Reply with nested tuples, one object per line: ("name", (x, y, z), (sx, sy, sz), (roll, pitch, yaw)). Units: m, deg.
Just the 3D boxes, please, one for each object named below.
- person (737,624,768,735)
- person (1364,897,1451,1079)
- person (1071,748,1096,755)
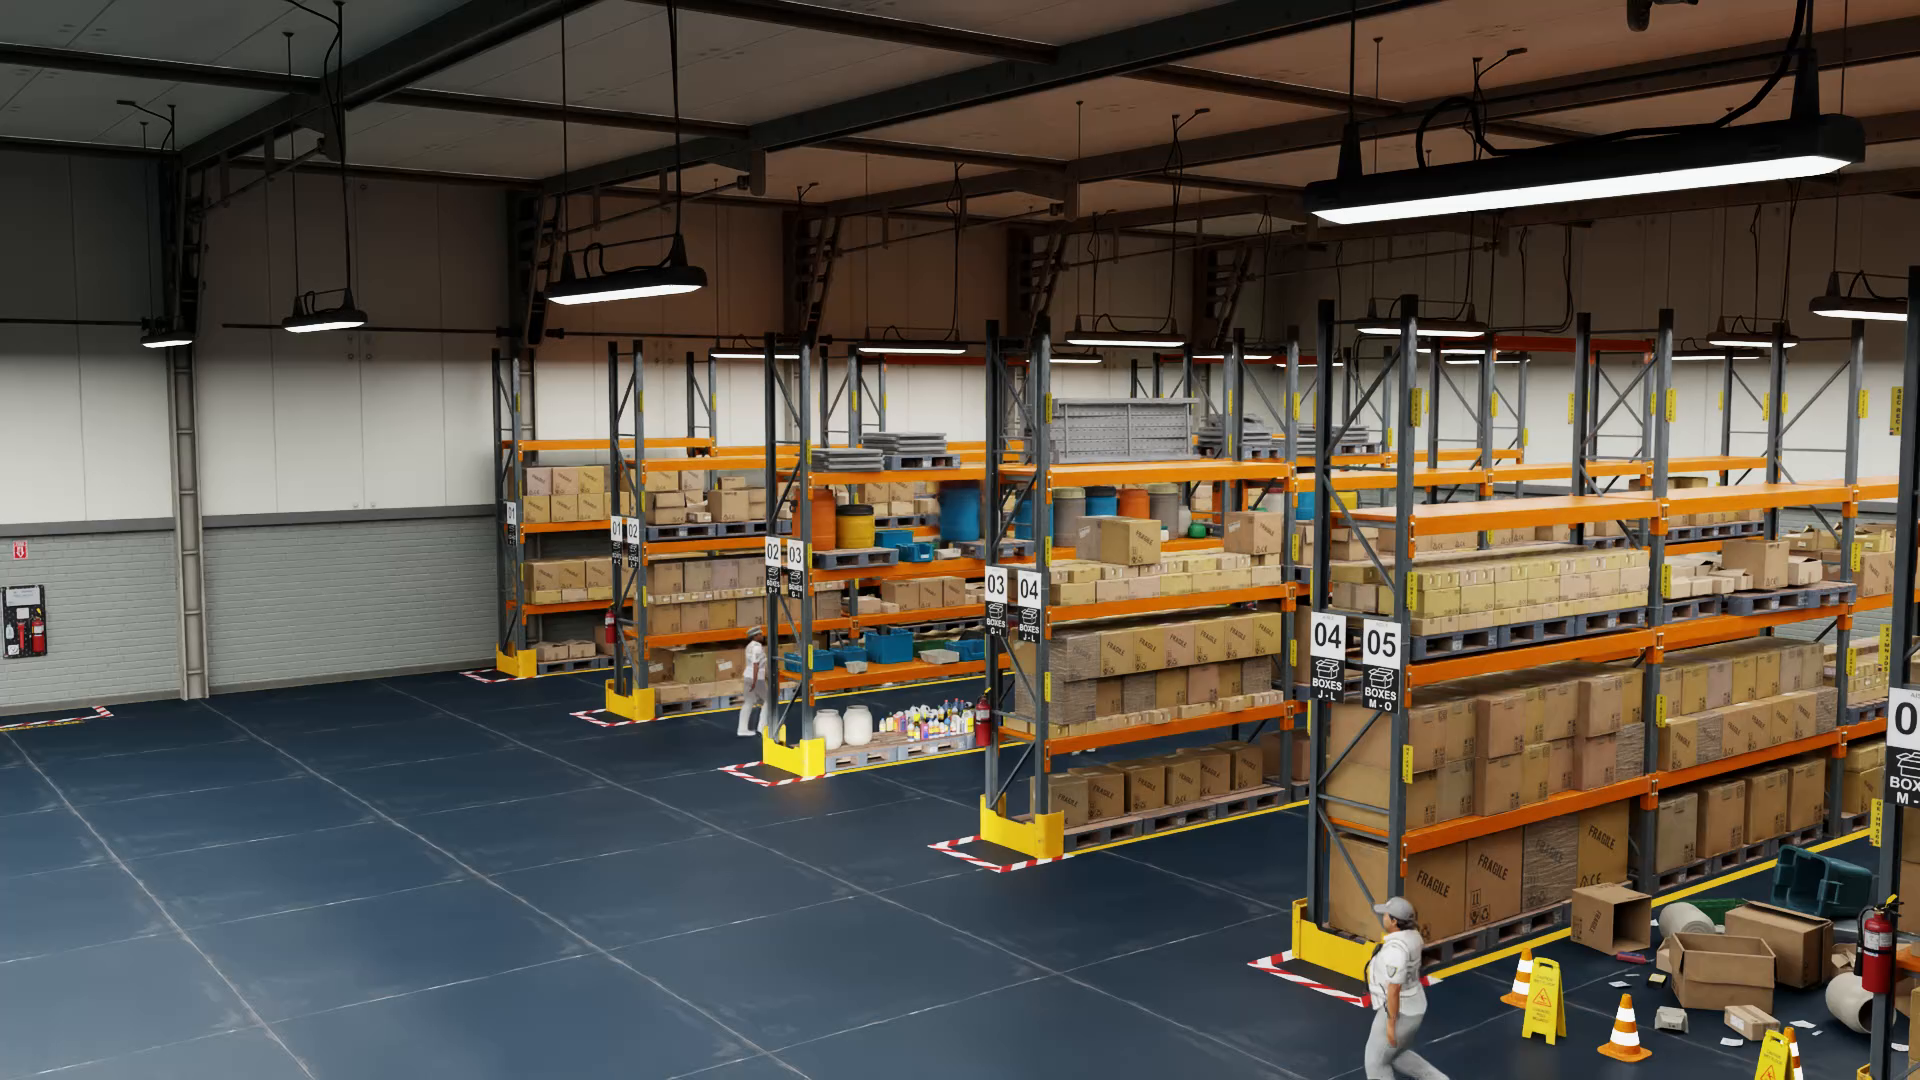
("person", (-3.064, 2.143, 25.130), (0.643, 1.725, 0.468), (-3, 6, -31))
("person", (3.120, 3.309, 11.631), (0.725, 1.637, 0.483), (2, 5, 21))
("person", (1.757, 2.312, 23.912), (0.556, 1.631, 0.574), (4, 7, 40))
